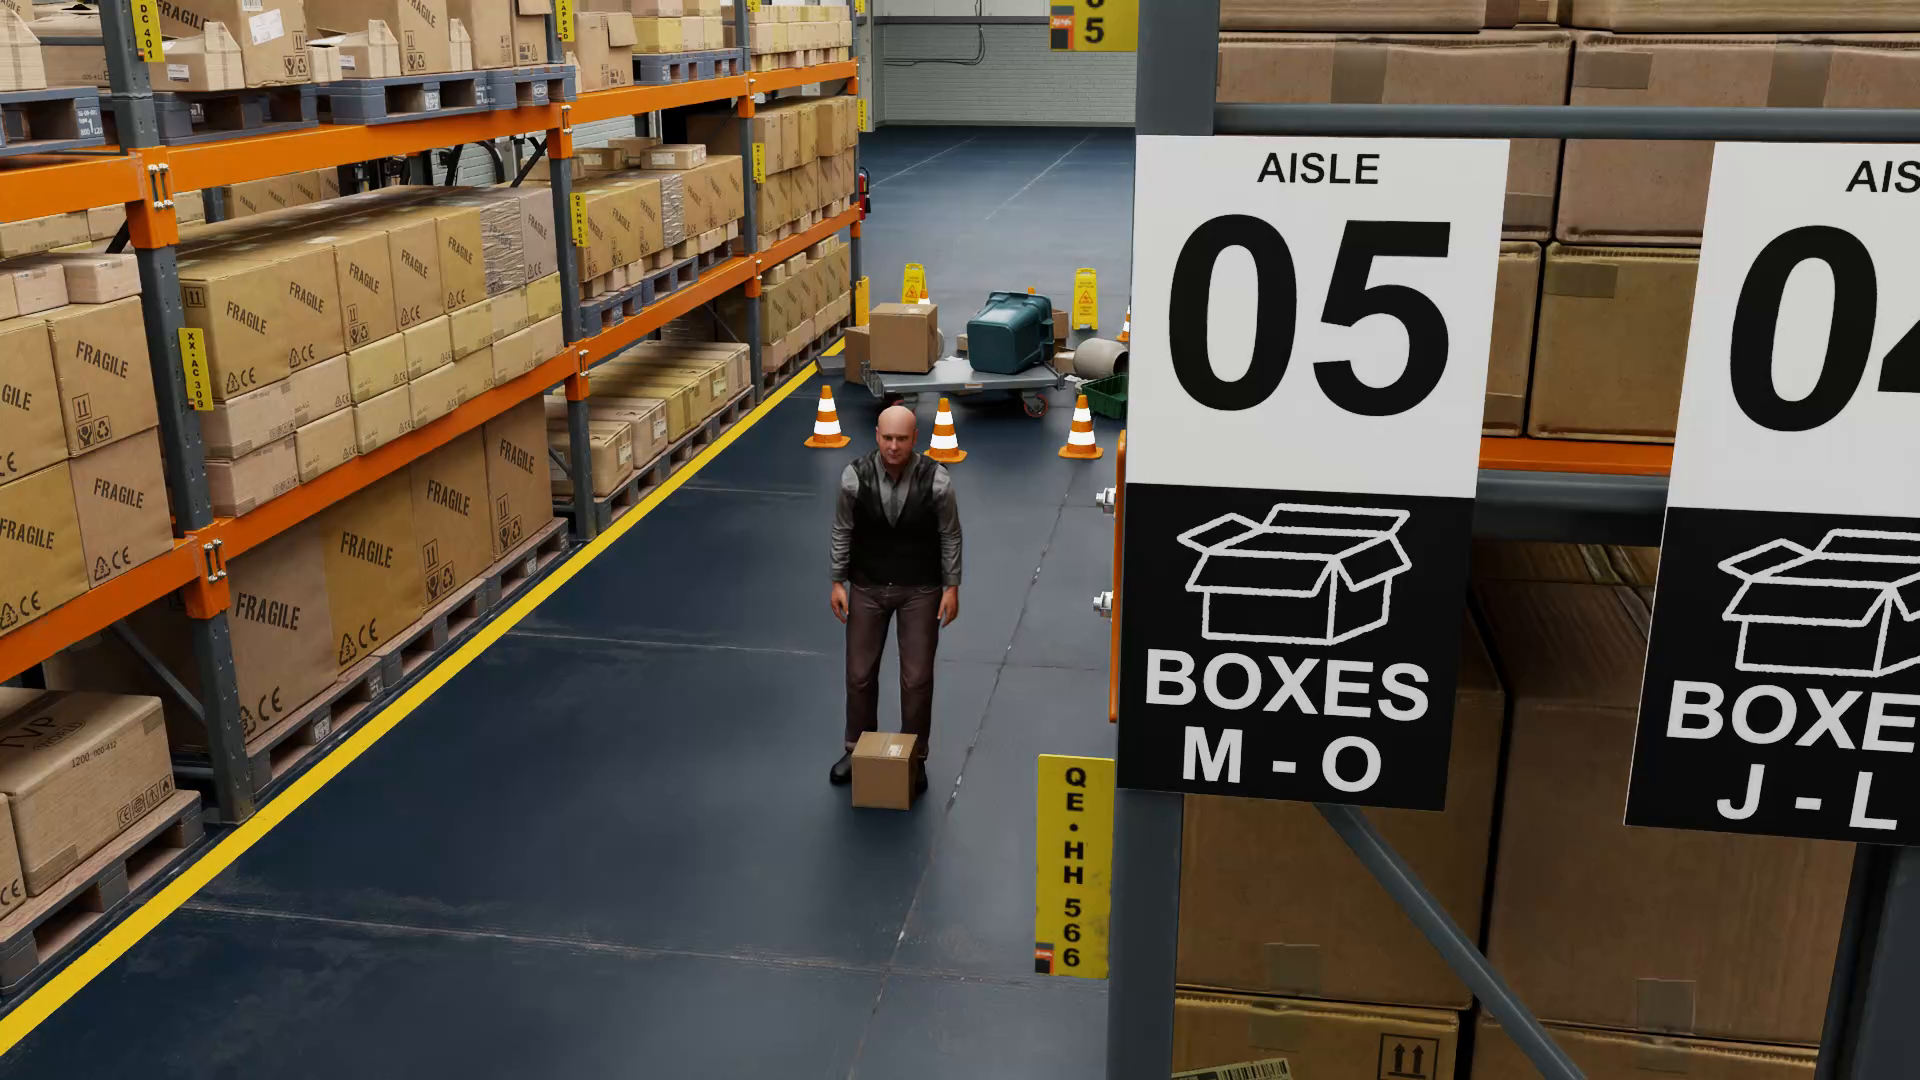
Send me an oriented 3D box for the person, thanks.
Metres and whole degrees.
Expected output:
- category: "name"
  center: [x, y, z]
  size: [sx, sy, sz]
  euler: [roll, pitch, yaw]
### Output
- category: "person"
  center: [-0.287, 0.239, 7.346]
  size: [0.593, 1.721, 0.473]
  euler: [2, 18, 5]
